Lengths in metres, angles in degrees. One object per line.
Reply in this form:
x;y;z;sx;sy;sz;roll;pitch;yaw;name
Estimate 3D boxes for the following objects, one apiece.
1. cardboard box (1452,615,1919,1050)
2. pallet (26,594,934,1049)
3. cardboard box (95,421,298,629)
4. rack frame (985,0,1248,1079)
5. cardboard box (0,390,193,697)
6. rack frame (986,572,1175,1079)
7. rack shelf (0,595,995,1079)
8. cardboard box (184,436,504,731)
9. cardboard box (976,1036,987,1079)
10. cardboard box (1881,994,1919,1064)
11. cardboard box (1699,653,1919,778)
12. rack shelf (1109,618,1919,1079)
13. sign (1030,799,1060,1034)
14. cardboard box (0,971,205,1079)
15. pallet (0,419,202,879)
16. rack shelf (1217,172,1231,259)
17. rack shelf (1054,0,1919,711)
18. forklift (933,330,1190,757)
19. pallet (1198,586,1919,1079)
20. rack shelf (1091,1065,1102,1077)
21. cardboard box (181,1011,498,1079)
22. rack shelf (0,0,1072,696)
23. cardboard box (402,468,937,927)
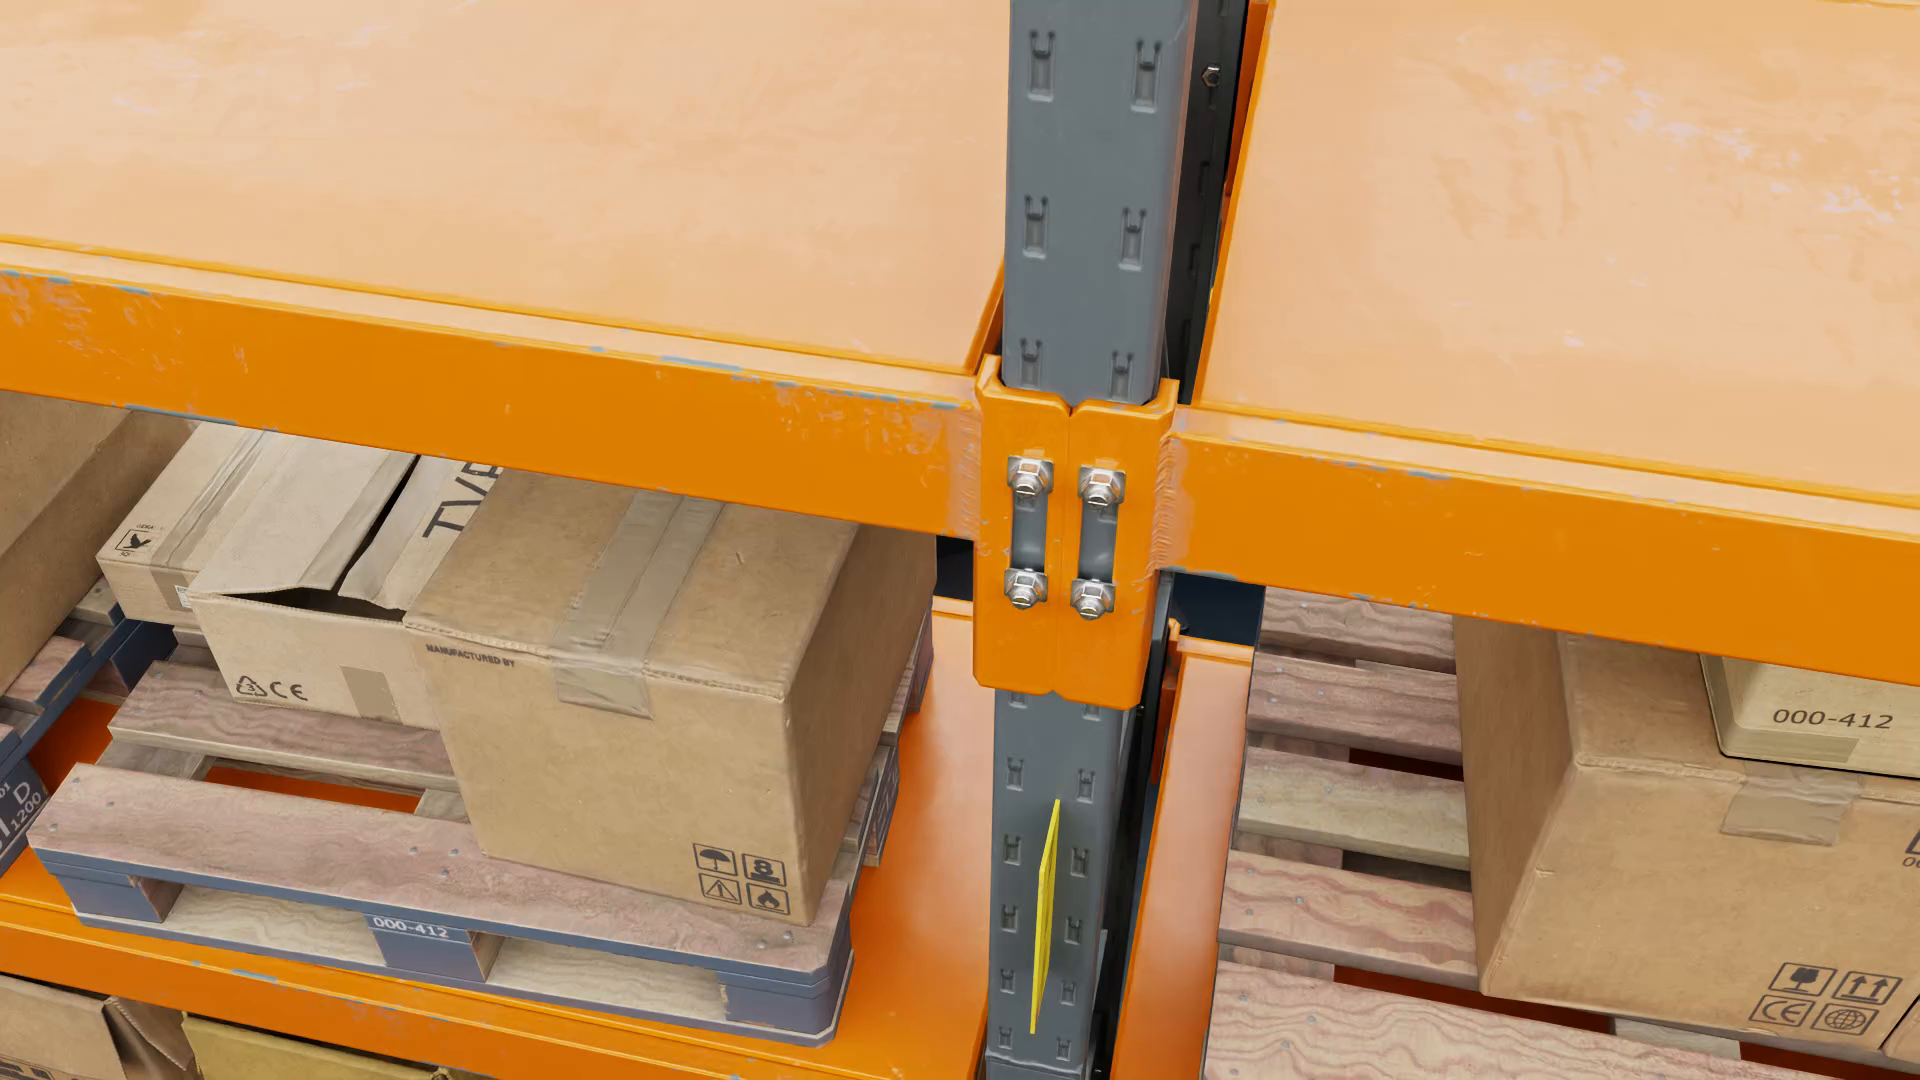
0.980;0.207;2.222;0.500;0.500;0.700;6;44;7;cardboard box
-0.702;0.316;2.694;1.217;0.209;0.805;7;44;7;pallet
-1.217;-0.035;2.799;0.250;0.149;0.380;7;44;7;cardboard box
0.204;-0.728;1.478;0.127;3.000;1.000;9;45;9;rack frame
-1.702;-0.147;2.659;0.637;0.503;0.797;8;45;8;cardboard box
0.204;1.433;3.558;0.127;3.000;1.000;9;45;9;rack frame
-1.748;0.309;3.082;4.000;0.370;1.077;9;45;9;rack shelf
-0.847;0.006;2.639;0.500;0.311;0.500;7;44;8;cardboard box
-0.191;1.158;3.771;0.500;0.500;0.500;9;45;9;cardboard box
1.504;0.291;2.134;0.500;0.500;0.700;11;45;11;cardboard box
1.120;0.006;1.890;0.500;0.250;0.500;6;44;6;cardboard box
2.155;0.915;2.453;4.000;0.370;1.077;9;45;9;rack shelf
0.095;0.422;1.846;0.005;0.325;0.100;9;45;9;sign
-1.699;0.749;3.473;0.637;0.503;0.797;10;45;10;cardboard box
-1.968;0.044;2.975;1.213;0.211;1.003;11;45;11;pallet
-0.667;-1.962;7.605;4.000;0.370;1.077;9;45;9;rack shelf
2.155;-0.022;1.551;4.000;0.370;1.077;9;45;9;rack shelf
0.212;-0.650;5.771;1.130;2.935;3.031;-14;46;-14;forklift
1.000;0.515;2.413;1.213;0.211;1.003;9;45;9;pallet
2.155;1.995;3.493;4.000;0.370;1.077;9;45;9;rack shelf
-1.089;0.833;3.386;0.637;0.503;0.797;9;45;10;cardboard box
-1.748;-0.628;2.180;4.000;0.370;1.077;9;45;9;rack shelf
-0.365;0.084;2.422;0.500;0.500;0.700;10;45;10;cardboard box
